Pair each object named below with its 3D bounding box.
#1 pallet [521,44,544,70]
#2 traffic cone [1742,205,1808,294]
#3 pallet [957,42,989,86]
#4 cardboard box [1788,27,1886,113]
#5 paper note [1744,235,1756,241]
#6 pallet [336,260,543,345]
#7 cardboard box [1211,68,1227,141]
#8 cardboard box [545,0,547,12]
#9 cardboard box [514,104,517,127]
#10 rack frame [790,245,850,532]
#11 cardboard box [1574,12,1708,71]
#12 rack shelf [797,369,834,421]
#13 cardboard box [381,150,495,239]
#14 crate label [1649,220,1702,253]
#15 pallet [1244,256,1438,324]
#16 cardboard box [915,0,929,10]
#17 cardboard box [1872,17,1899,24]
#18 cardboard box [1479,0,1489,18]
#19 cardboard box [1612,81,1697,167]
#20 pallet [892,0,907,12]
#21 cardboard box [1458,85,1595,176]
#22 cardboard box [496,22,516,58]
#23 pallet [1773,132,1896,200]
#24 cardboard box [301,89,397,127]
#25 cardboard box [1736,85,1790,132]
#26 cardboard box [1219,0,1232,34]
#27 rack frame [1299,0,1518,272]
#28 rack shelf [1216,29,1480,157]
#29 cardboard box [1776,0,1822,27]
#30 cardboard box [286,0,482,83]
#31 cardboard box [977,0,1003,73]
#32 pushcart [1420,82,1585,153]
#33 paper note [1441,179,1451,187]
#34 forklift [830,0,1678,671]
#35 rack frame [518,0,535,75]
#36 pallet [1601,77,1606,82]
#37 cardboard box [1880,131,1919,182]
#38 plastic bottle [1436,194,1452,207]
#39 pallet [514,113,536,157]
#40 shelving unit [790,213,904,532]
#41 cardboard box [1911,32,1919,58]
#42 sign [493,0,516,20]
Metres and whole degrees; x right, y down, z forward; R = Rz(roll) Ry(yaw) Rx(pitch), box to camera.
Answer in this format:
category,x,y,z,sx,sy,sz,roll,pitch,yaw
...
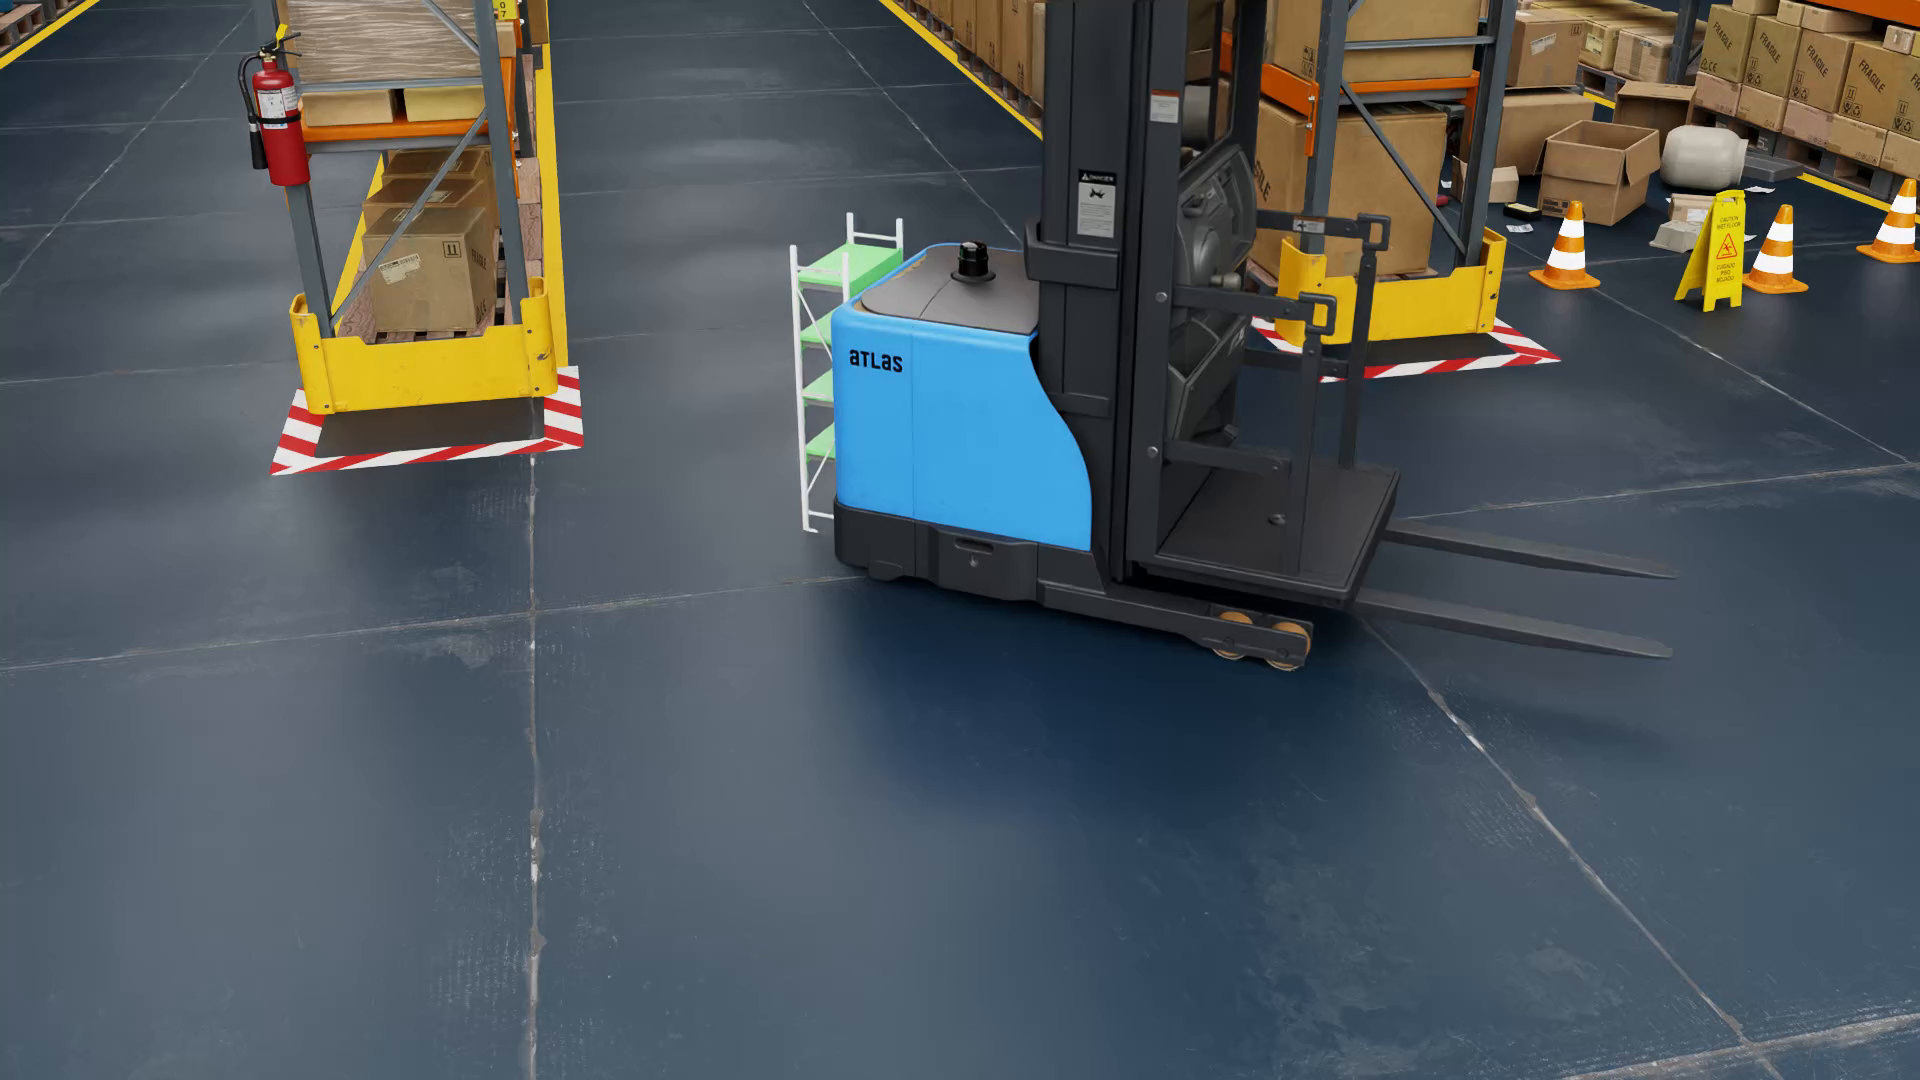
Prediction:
category,x,y,z,sx,sy,sz,roll,pitch,yaw
pallet,-4.471,-4.654,15.736,1.003,0.211,1.213,-6,27,-12
traffic cone,4.732,-1.703,9.610,0.336,0.463,0.334,-6,27,-12
pallet,0.592,-4.406,15.244,1.003,0.211,1.213,-6,27,-12
cardboard box,6.307,-3.342,11.795,0.500,0.500,0.500,-5,27,-9
paper note,4.939,-1.927,10.533,0.148,0.019,0.142,-16,31,-29
pallet,-2.730,-1.182,8.857,1.003,0.211,1.213,-6,27,-12
cardboard box,1.874,-2.408,10.084,0.875,0.875,0.875,-6,27,-12
cardboard box,-4.902,-5.869,16.940,1.225,0.875,0.875,-7,28,-13
cardboard box,-3.672,-3.352,12.349,0.700,0.500,0.500,-6,27,-12
rack frame,-0.530,-0.558,6.523,0.240,1.200,0.015,11,29,20
cardboard box,5.904,-4.355,14.499,0.950,0.372,0.625,-4,27,-8
rack shelf,-0.436,-0.602,6.753,0.258,0.148,0.480,11,29,20
cardboard box,-2.979,-1.916,9.525,0.500,0.500,0.500,-3,27,-7
crate label,4.495,-1.896,10.354,0.250,0.136,0.298,-23,35,-38
pallet,2.035,-1.590,9.667,1.003,0.211,1.213,-6,27,-12
cardboard box,-0.163,-5.797,17.214,0.500,0.500,0.500,-7,28,-14
cardboard box,6.701,-3.634,12.375,0.500,0.500,0.500,-5,27,-11
cardboard box,5.406,-5.317,16.405,0.950,0.372,0.625,-8,28,-15
cardboard box,5.105,-3.072,12.278,0.500,0.500,0.500,13,30,24
pallet,-0.236,-6.174,18.747,1.003,0.211,1.213,-6,27,-12
cardboard box,4.010,-2.909,11.804,0.797,0.637,0.503,-6,27,-12
cardboard box,-2.640,-2.738,9.125,0.380,0.149,0.250,-6,27,-12
pallet,6.654,-2.722,11.910,1.003,0.211,1.213,-6,27,-12
cardboard box,-2.829,-2.025,7.712,0.380,0.149,0.250,-6,27,-12
cardboard box,6.191,-3.236,12.417,0.500,0.250,0.500,-4,27,-9
cardboard box,2.014,-3.215,9.625,0.875,0.550,0.550,-6,27,-12
rack frame,2.291,-2.492,8.359,1.000,3.000,0.127,-6,27,-12
rack shelf,1.840,-3.049,10.260,1.077,0.370,4.000,-6,27,-12
cardboard box,6.147,-3.807,11.996,0.380,0.149,0.250,-5,27,-10
cardboard box,-2.661,-2.455,7.843,0.875,0.500,0.500,-6,27,-12
cardboard box,0.738,-4.527,14.422,1.050,0.750,0.750,-6,27,-11
pushcart,3.979,-3.371,13.010,1.648,0.377,0.936,-16,31,-29
paper note,3.479,-2.509,11.696,0.172,0.023,0.155,3,27,6
forklift,1.080,-1.123,5.722,3.031,2.935,1.130,11,29,20
rack frame,-4.367,-5.545,14.407,1.000,3.000,0.127,-6,27,-12
pallet,5.734,-4.429,15.290,1.003,0.211,1.213,-6,27,-12
cardboard box,6.538,-2.555,11.068,0.500,0.250,0.500,-6,27,-11
plastic bottle,3.182,-2.291,11.220,0.283,0.061,0.133,-16,31,-29
pallet,-3.642,-2.886,12.233,1.003,0.211,1.213,-6,27,-12
shelving unit,-0.436,-0.659,6.724,0.258,1.200,0.503,11,29,20
cardboard box,6.455,-3.214,10.822,0.380,0.149,0.250,-5,27,-11
sign,-2.035,-2.475,7.363,0.100,0.325,0.005,-6,27,-12
